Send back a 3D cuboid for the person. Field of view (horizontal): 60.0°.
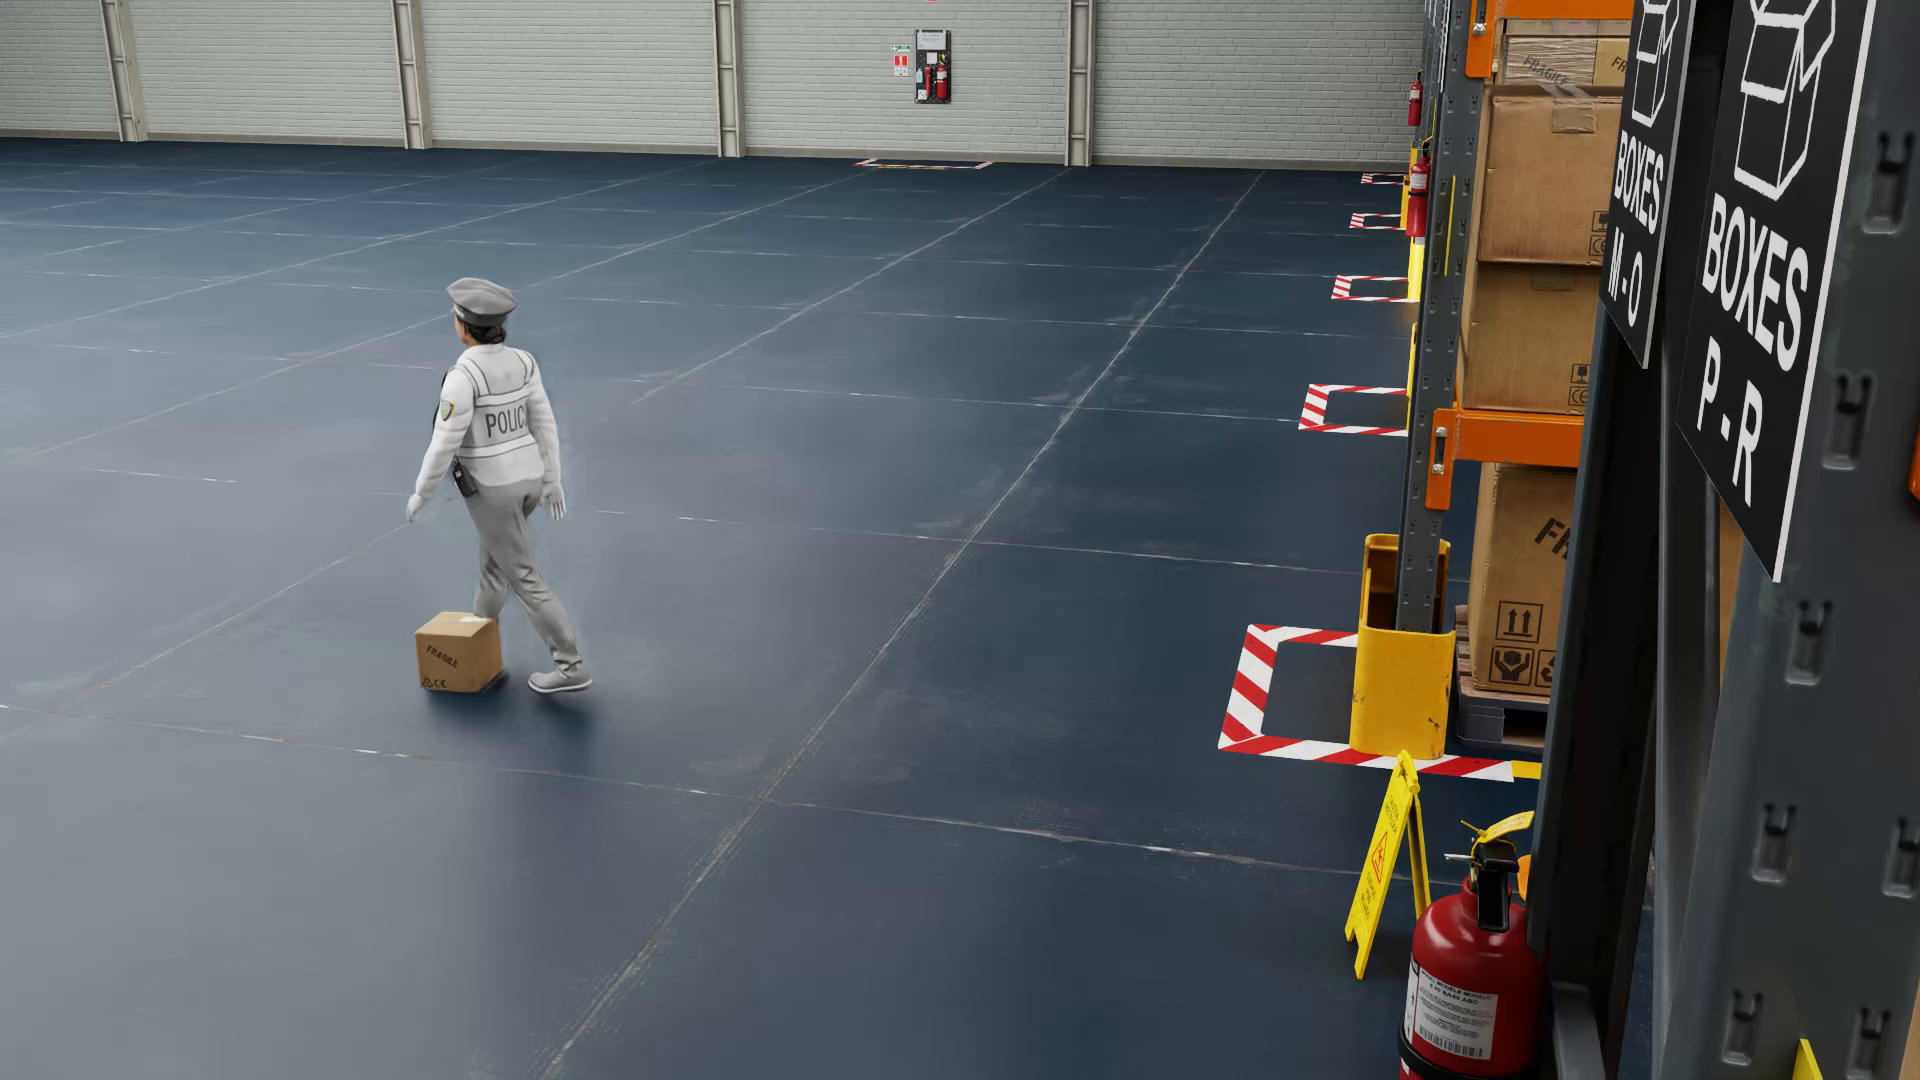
[{"bbox_3d":[-1.883,-0.203,6.620,0.914,1.678,0.518,8,20,23],"label":"person"}]
